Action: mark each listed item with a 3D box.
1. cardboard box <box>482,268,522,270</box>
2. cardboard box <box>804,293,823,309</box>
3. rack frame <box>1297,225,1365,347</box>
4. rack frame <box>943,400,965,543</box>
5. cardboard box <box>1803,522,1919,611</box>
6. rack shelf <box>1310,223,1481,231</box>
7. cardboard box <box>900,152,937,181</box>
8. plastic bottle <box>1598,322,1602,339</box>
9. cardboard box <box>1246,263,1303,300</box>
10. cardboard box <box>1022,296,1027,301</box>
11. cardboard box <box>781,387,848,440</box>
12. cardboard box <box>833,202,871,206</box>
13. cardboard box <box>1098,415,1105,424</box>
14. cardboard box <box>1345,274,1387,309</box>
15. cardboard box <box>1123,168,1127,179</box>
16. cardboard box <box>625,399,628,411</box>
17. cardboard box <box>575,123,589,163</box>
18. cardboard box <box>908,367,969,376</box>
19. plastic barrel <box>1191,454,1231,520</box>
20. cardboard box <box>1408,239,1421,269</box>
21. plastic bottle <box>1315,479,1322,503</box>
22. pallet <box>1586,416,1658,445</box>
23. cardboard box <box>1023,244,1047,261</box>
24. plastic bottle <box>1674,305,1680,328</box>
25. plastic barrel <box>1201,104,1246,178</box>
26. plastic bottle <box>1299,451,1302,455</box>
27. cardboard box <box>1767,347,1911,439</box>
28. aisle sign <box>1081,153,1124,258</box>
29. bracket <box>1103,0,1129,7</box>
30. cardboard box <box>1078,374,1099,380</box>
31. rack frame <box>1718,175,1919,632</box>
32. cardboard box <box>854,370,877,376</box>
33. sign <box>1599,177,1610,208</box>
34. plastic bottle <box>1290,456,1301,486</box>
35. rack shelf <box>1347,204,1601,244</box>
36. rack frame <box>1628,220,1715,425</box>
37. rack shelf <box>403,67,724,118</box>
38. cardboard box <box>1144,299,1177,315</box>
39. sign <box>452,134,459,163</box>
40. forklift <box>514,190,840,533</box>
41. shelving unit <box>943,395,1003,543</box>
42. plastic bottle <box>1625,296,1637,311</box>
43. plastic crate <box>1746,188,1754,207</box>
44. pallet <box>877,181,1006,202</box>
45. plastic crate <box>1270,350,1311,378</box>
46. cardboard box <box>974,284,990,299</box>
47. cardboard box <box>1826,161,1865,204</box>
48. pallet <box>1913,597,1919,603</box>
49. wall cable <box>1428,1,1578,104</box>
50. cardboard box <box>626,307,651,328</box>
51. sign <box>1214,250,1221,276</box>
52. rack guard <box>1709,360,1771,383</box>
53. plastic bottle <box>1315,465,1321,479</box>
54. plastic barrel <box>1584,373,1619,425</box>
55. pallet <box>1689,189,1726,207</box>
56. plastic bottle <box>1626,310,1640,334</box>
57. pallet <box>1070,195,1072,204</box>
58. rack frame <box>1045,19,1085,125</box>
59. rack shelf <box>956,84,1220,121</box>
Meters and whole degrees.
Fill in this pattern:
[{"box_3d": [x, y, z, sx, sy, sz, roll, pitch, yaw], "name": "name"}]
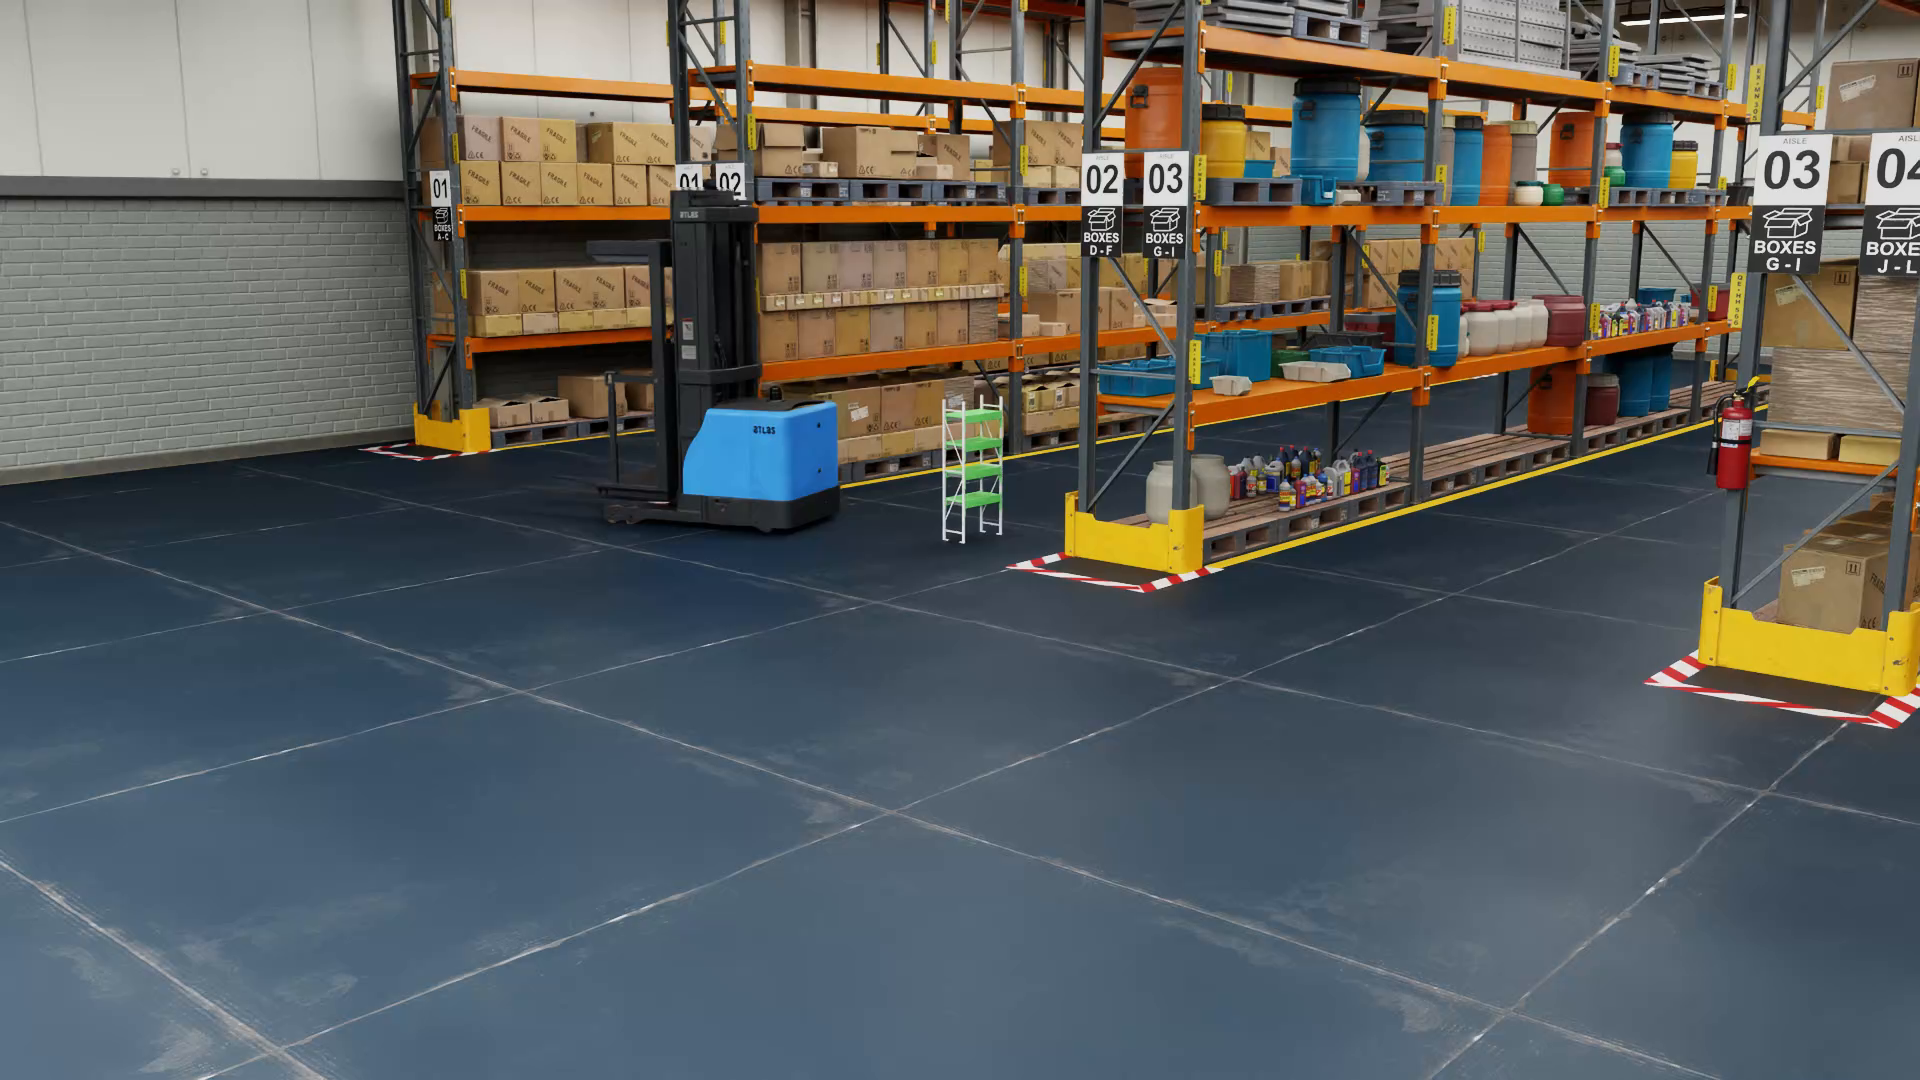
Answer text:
[{"box_3d": [-5.581, -3.040, 20.190, 0.500, 0.500, 0.500, 10, 15, 41], "name": "cardboard box"}, {"box_3d": [-1.590, -2.399, 16.653, 0.380, 0.149, 0.250, 10, 15, 41], "name": "cardboard box"}, {"box_3d": [5.572, -3.692, 25.037, 1.000, 3.000, 0.127, 10, 15, 40], "name": "rack frame"}, {"box_3d": [-0.052, -0.577, 14.036, 0.240, 1.200, 0.015, 10, 15, 40], "name": "rack frame"}, {"box_3d": [5.883, 0.193, 10.898, 0.500, 0.500, 0.500, -7, 13, -33], "name": "cardboard box"}, {"box_3d": [6.892, -5.104, 26.287, 1.077, 0.370, 4.000, 10, 15, 40], "name": "rack shelf"}, {"box_3d": [-0.596, -4.097, 18.206, 0.500, 0.311, 0.500, 9, 14, 37], "name": "cardboard box"}, {"box_3d": [7.340, -2.415, 19.150, 0.097, 0.201, 0.097, 0, 11, 0], "name": "plastic bottle"}, {"box_3d": [4.452, -3.679, 23.645, 0.700, 0.500, 0.500, 6, 13, 26], "name": "cardboard box"}, {"box_3d": [0.967, -3.951, 26.924, 0.380, 0.149, 0.250, 9, 15, 39], "name": "cardboard box"}, {"box_3d": [-1.499, -1.276, 16.973, 0.500, 0.500, 0.500, 10, 15, 40], "name": "cardboard box"}, {"box_3d": [-1.717, -5.096, 24.094, 0.637, 0.503, 0.797, -10, 15, -40], "name": "cardboard box"}, {"box_3d": [1.422, -1.551, 20.268, 0.500, 0.250, 0.500, 9, 15, 39], "name": "cardboard box"}, {"box_3d": [6.113, -3.781, 25.227, 0.500, 0.500, 0.500, 10, 15, 42], "name": "cardboard box"}, {"box_3d": [1.956, -4.471, 20.588, 0.500, 0.250, 0.500, 9, 15, 39], "name": "cardboard box"}, {"box_3d": [-4.503, -1.740, 21.419, 0.380, 0.149, 0.250, 8, 14, 36], "name": "cardboard box"}, {"box_3d": [-4.953, -4.908, 20.609, 0.500, 0.500, 0.500, 10, 15, 40], "name": "cardboard box"}, {"box_3d": [-0.250, -1.712, 19.160, 0.500, 0.500, 0.500, 10, 15, 40], "name": "cardboard box"}, {"box_3d": [2.077, -0.452, 14.095, 0.421, 0.512, 0.421, 0, 11, 0], "name": "plastic barrel"}, {"box_3d": [7.115, -4.492, 26.234, 0.500, 0.500, 0.500, 10, 15, 42], "name": "cardboard box"}, {"box_3d": [3.158, -0.435, 14.753, 0.097, 0.201, 0.097, 0, 11, 0], "name": "plastic bottle"}, {"box_3d": [7.945, -1.395, 20.657, 1.003, 0.211, 1.213, 10, 15, 40], "name": "pallet"}, {"box_3d": [1.051, -4.653, 26.871, 0.500, 0.250, 0.500, 10, 15, 41], "name": "cardboard box"}, {"box_3d": [9.032, -2.837, 21.072, 0.152, 0.276, 0.135, 10, 15, 40], "name": "plastic bottle"}, {"box_3d": [2.026, -3.239, 13.557, 0.600, 0.588, 0.600, 0, 11, 0], "name": "plastic barrel"}, {"box_3d": [3.277, -0.713, 15.952, 0.152, 0.276, 0.135, 10, 15, 42], "name": "plastic bottle"}, {"box_3d": [5.473, -0.917, 10.131, 0.875, 0.500, 0.500, 10, 15, 40], "name": "cardboard box"}, {"box_3d": [1.099, -2.588, 12.873, 0.394, 0.787, 0.004, 10, 15, 40], "name": "aisle sign"}, {"box_3d": [3.902, -9.648, 30.350, 0.076, 0.066, 4.783, 10, 15, 40], "name": "bracket"}, {"box_3d": [1.765, -1.902, 20.594, 0.500, 0.311, 0.500, 10, 15, 42], "name": "cardboard box"}, {"box_3d": [5.090, -0.645, 9.782, 1.000, 3.000, 0.127, 10, 15, 40], "name": "rack frame"}, {"box_3d": [-1.655, -2.560, 24.628, 0.700, 0.500, 0.500, 10, 15, 40], "name": "cardboard box"}, {"box_3d": [7.068, -3.812, 18.247, 0.100, 0.325, 0.005, 10, 15, 40], "name": "sign"}, {"box_3d": [3.160, -0.650, 15.648, 0.097, 0.271, 0.097, 0, 11, 0], "name": "plastic bottle"}, {"box_3d": [5.330, -3.286, 17.185, 1.077, 0.370, 4.000, 10, 15, 40], "name": "rack shelf"}, {"box_3d": [9.291, -3.051, 21.828, 1.000, 3.000, 0.127, 10, 15, 40], "name": "rack frame"}, {"box_3d": [-4.752, -5.448, 20.358, 1.077, 0.370, 4.000, 10, 15, 40], "name": "rack shelf"}, {"box_3d": [2.659, -3.012, 21.860, 0.500, 0.311, 0.500, 11, 16, 44], "name": "cardboard box"}, {"box_3d": [-5.665, -4.396, 18.671, 0.100, 0.325, 0.005, 10, 15, 40], "name": "sign"}, {"box_3d": [-2.661, -1.666, 15.069, 3.031, 2.935, 1.130, 5, 12, 22], "name": "forklift"}, {"box_3d": [0.109, -0.613, 14.216, 0.258, 1.200, 0.503, 10, 15, 40], "name": "shelving unit"}, {"box_3d": [8.788, -3.011, 21.754, 0.144, 0.351, 0.185, 10, 15, 40], "name": "plastic bottle"}, {"box_3d": [11.467, -5.026, 24.390, 0.497, 0.269, 0.590, 10, 15, 40], "name": "plastic crate"}, {"box_3d": [-0.252, -3.814, 18.214, 1.003, 0.211, 1.213, 10, 15, 40], "name": "pallet"}, {"box_3d": [2.902, -1.607, 15.139, 0.450, 0.188, 0.662, 10, 15, 40], "name": "plastic crate"}, {"box_3d": [0.108, -2.778, 18.551, 0.380, 0.149, 0.250, 9, 15, 39], "name": "cardboard box"}, {"box_3d": [5.217, -2.146, 10.023, 0.500, 0.250, 0.500, 10, 15, 42], "name": "cardboard box"}, {"box_3d": [6.508, 0.418, 11.582, 1.003, 0.211, 1.213, 10, 15, 40], "name": "pallet"}, {"box_3d": [10.523, -9.252, 32.593, 3.097, 2.526, 0.112, 10, 15, 40], "name": "wall cable"}, {"box_3d": [-4.173, -2.834, 21.074, 0.500, 0.250, 0.500, 10, 15, 40], "name": "cardboard box"}, {"box_3d": [3.351, -3.600, 21.621, 0.100, 0.325, 0.005, 10, 15, 40], "name": "sign"}, {"box_3d": [11.937, -2.419, 25.045, 1.175, 0.500, 0.348, 10, 15, 40], "name": "rack guard"}, {"box_3d": [3.271, -0.540, 15.069, 0.061, 0.283, 0.133, 10, 15, 40], "name": "plastic bottle"}, {"box_3d": [7.706, -1.726, 20.280, 0.600, 0.588, 0.708, 10, 15, 40], "name": "plastic barrel"}, {"box_3d": [8.846, -4.301, 20.912, 1.213, 0.211, 1.003, 10, 15, 40], "name": "pallet"}, {"box_3d": [8.094, -2.628, 20.025, 0.152, 0.276, 0.135, 10, 15, 40], "name": "plastic bottle"}, {"box_3d": [1.815, -4.205, 20.432, 1.003, 0.211, 1.213, 11, 16, 43], "name": "pallet"}, {"box_3d": [1.849, -7.274, 27.654, 1.000, 3.000, 0.127, 10, 15, 40], "name": "rack frame"}, {"box_3d": [1.612, -5.202, 20.140, 1.077, 0.370, 4.000, 10, 15, 40], "name": "rack shelf"}]
